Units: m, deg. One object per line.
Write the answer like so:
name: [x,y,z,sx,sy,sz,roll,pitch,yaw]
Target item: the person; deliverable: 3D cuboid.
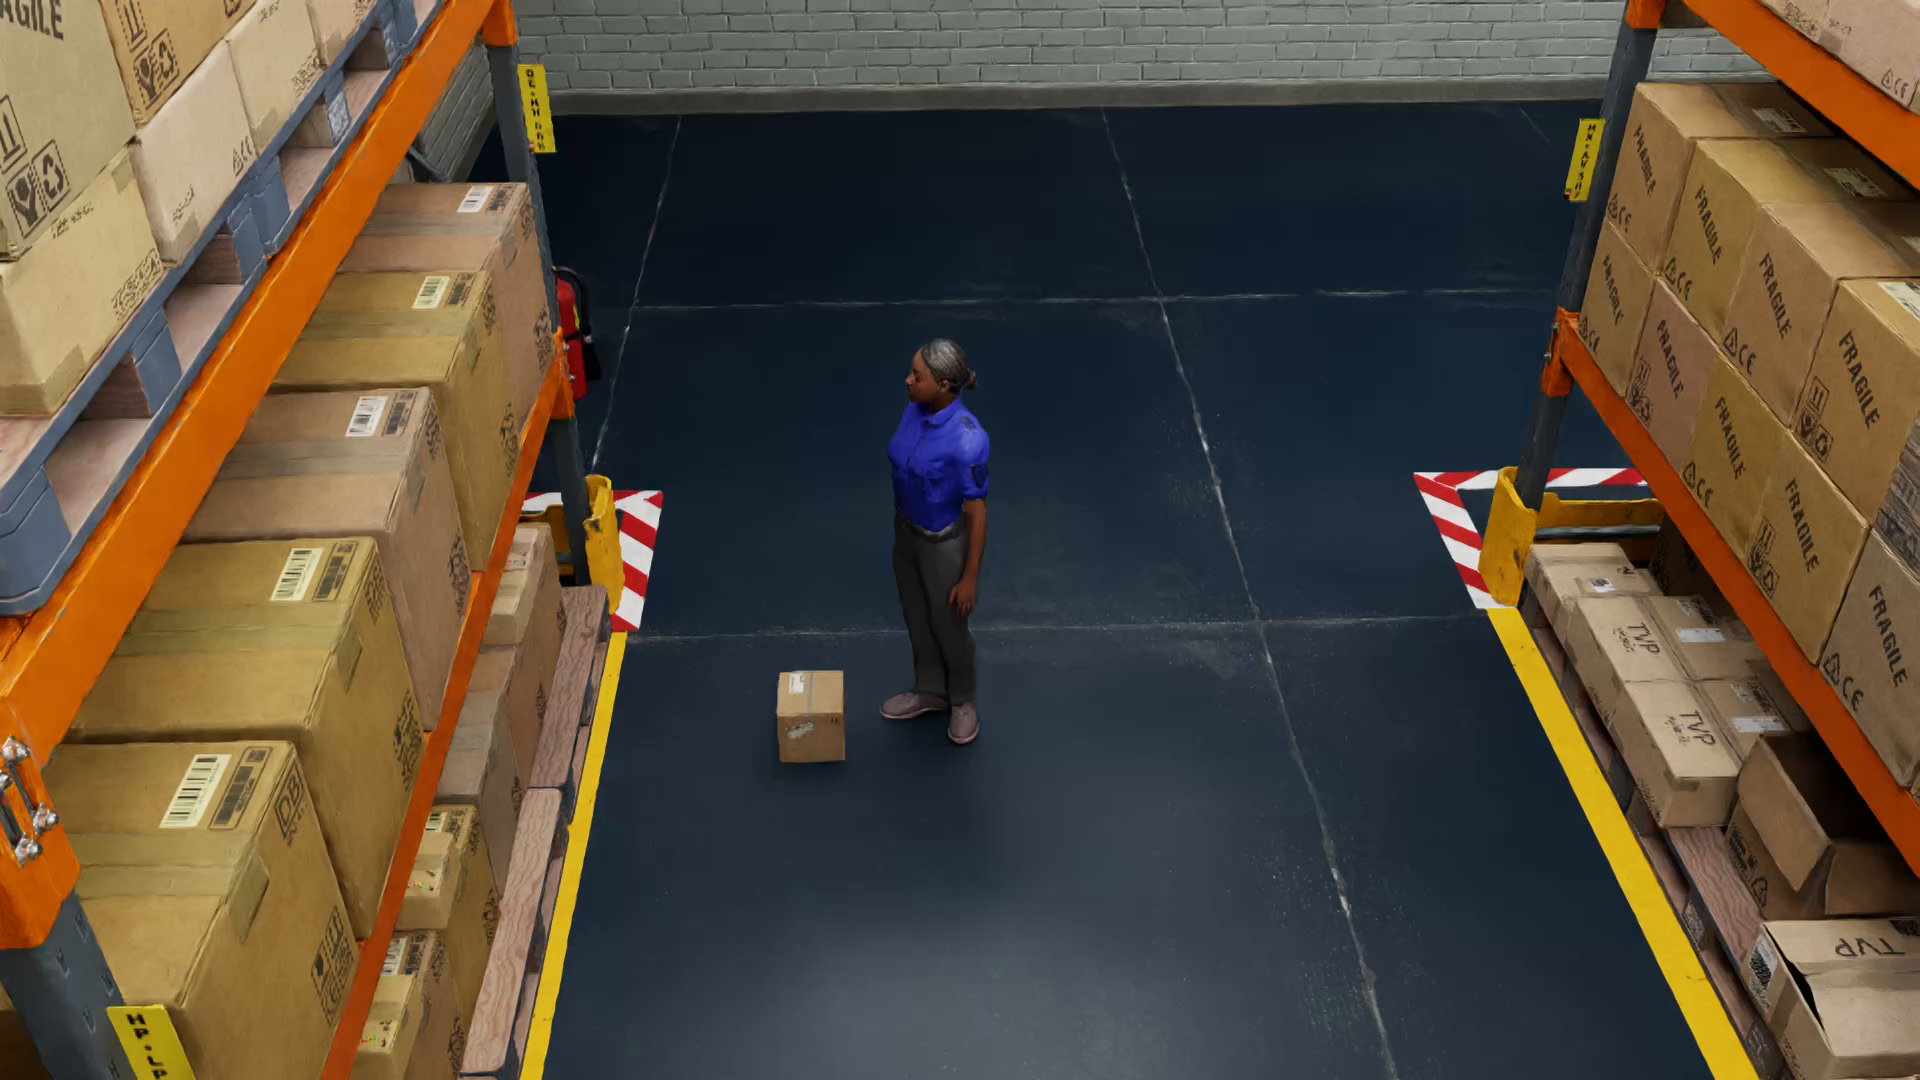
person: [-0.082,0.034,6.082,0.353,1.657,0.537,-23,41,-28]
